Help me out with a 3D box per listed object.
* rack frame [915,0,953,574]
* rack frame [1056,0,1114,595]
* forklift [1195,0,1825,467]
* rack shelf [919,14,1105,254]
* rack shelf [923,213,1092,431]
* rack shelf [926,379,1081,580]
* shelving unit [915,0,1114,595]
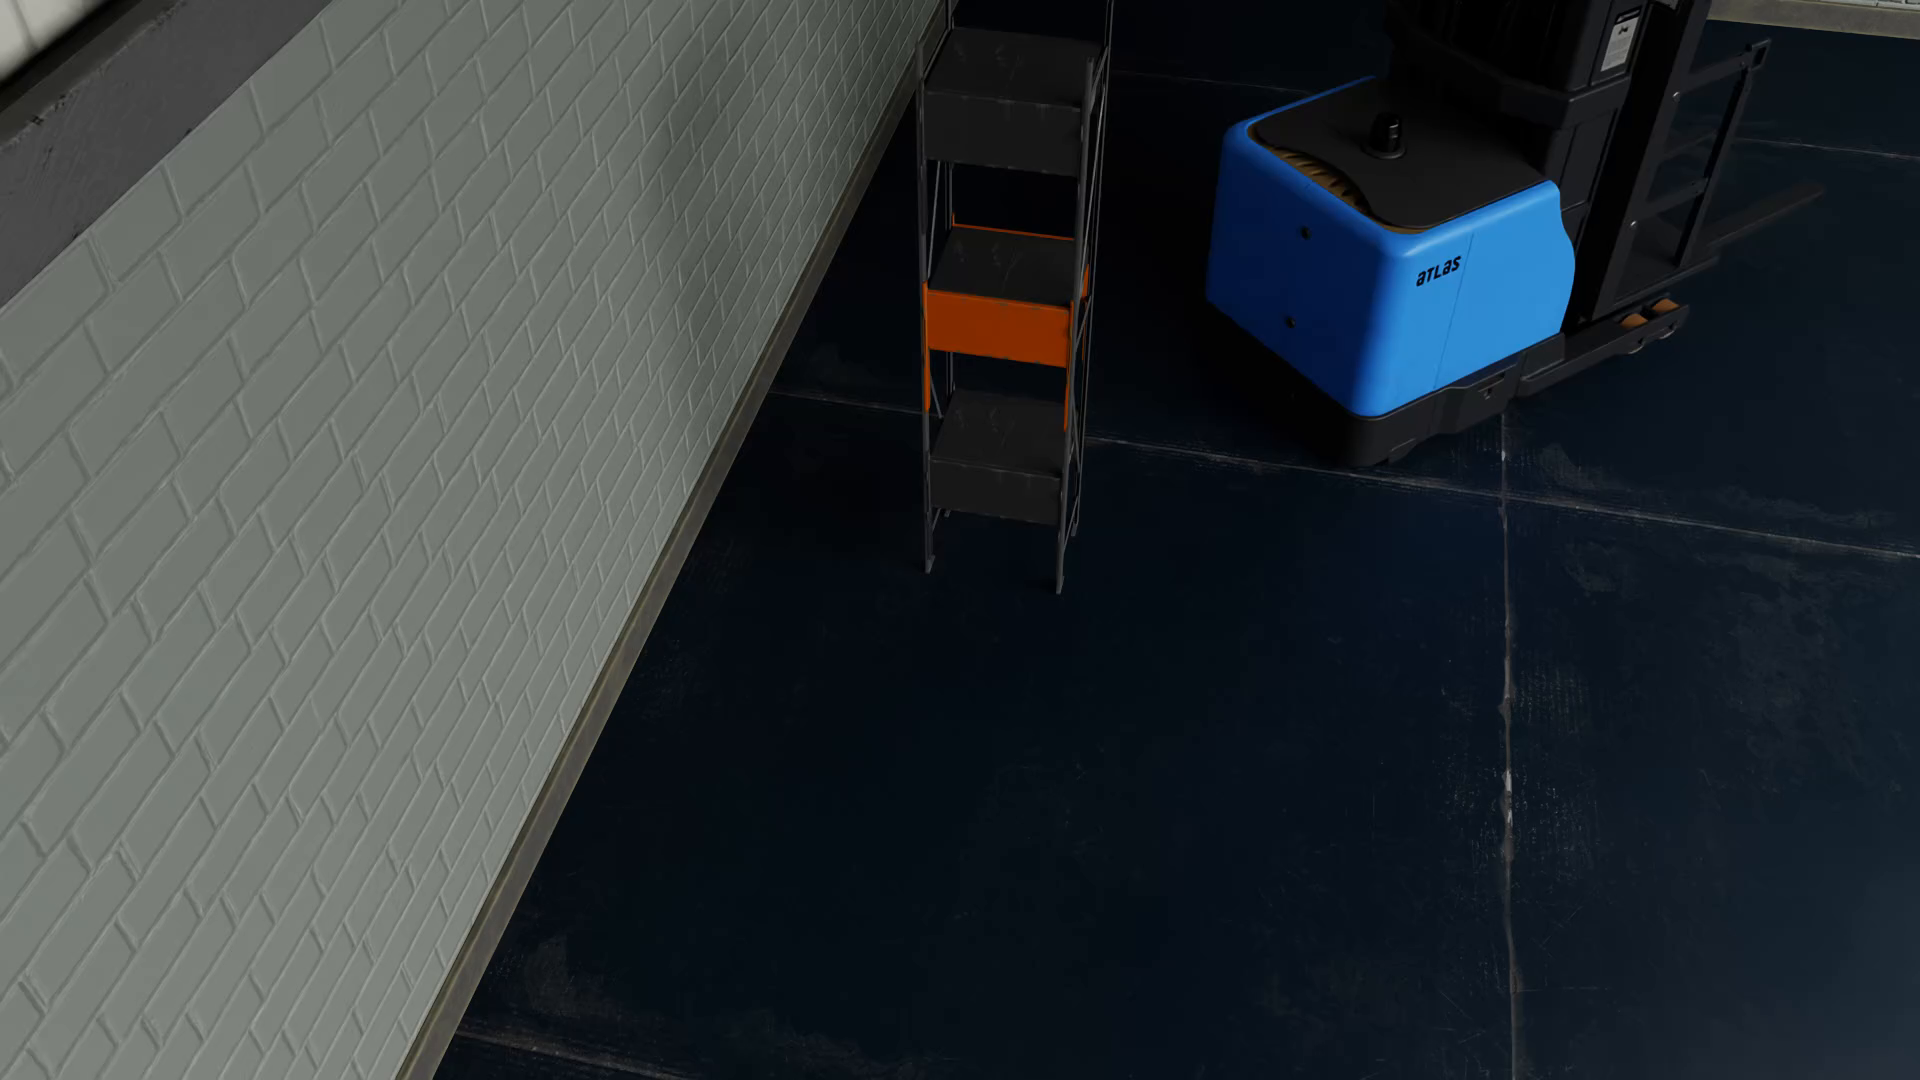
[{"bbox_3d":[-0.077,-0.768,5.534,0.015,2.100,0.400,9,45,9],"label":"rack frame"},{"bbox_3d":[0.400,-0.694,5.457,0.015,2.100,0.400,9,45,9],"label":"rack frame"},{"bbox_3d":[2.507,-2.133,6.353,3.031,2.935,1.130,-24,49,-23],"label":"forklift"},{"bbox_3d":[0.162,-1.226,5.020,0.480,0.518,0.431,9,45,9],"label":"rack shelf"},{"bbox_3d":[0.162,-0.722,5.505,0.480,0.518,0.431,9,45,9],"label":"rack shelf"},{"bbox_3d":[0.162,-0.217,5.991,0.480,0.518,0.431,9,45,9],"label":"rack shelf"},{"bbox_3d":[0.162,-0.731,5.496,0.503,2.100,0.431,9,45,9],"label":"shelving unit"}]
